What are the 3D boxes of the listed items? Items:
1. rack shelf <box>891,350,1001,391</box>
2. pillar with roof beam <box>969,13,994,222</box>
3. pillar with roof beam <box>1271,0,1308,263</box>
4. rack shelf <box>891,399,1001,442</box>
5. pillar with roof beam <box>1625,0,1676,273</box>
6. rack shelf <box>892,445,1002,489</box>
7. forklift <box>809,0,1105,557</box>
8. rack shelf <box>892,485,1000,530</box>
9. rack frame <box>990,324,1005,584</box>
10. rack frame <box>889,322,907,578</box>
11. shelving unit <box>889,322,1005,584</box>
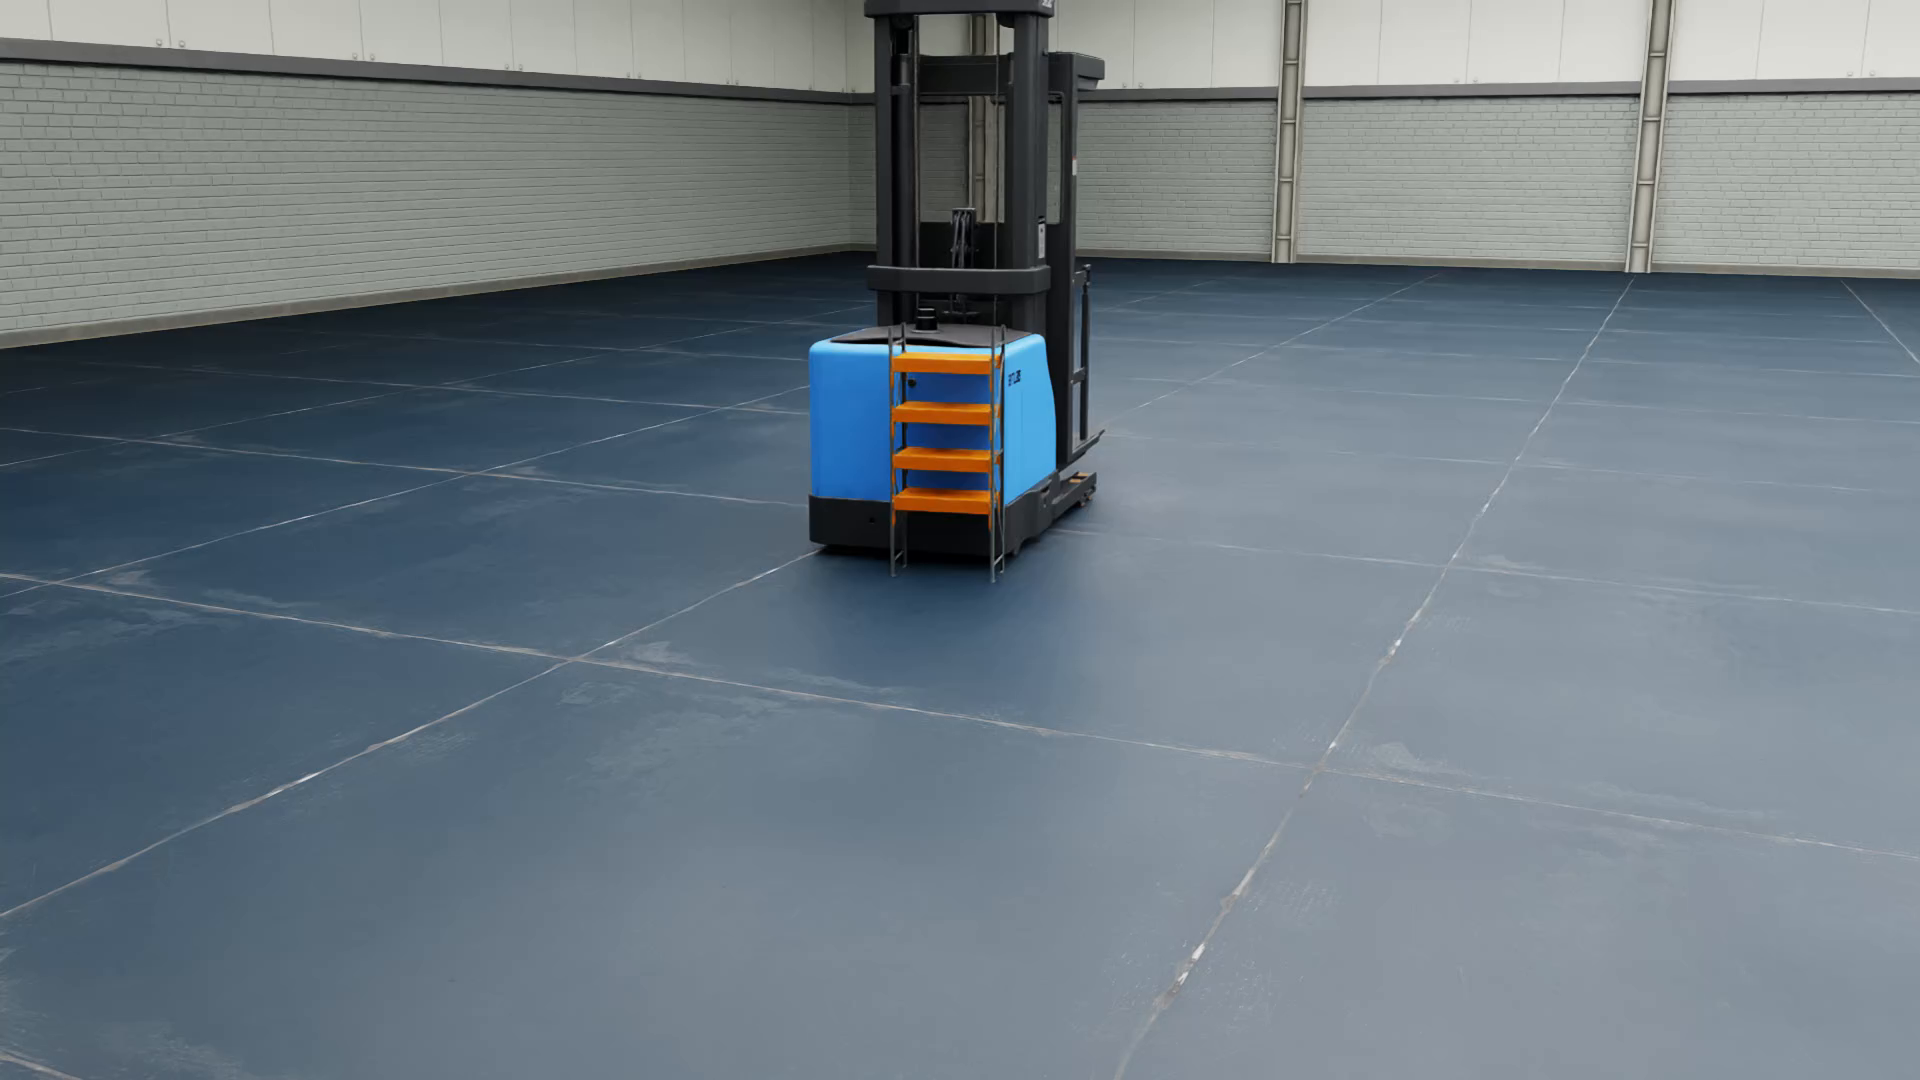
[{"bbox_3d":[-0.059,-0.799,7.813,0.480,0.148,0.258,3,14,13],"label":"rack shelf"},{"bbox_3d":[-1.330,-9.092,27.804,0.400,9.000,9.100,6,14,23],"label":"pillar with roof beam"},{"bbox_3d":[4.156,-8.537,25.438,0.400,9.000,9.100,6,14,23],"label":"pillar with roof beam"},{"bbox_3d":[-0.059,-0.569,7.867,0.480,0.148,0.258,3,14,13],"label":"rack shelf"},{"bbox_3d":[9.642,-7.982,23.072,0.400,9.000,9.100,6,14,23],"label":"pillar with roof beam"},{"bbox_3d":[-0.059,-0.351,7.918,0.480,0.148,0.258,3,14,13],"label":"rack shelf"},{"bbox_3d":[0.168,-1.637,9.316,1.130,2.935,3.031,4,14,17],"label":"forklift"},{"bbox_3d":[-0.059,-0.158,7.964,0.480,0.148,0.258,3,14,13],"label":"rack shelf"},{"bbox_3d":[0.178,-0.403,7.847,0.015,1.200,0.240,3,14,13],"label":"rack frame"},{"bbox_3d":[-0.296,-0.430,7.959,0.015,1.200,0.240,3,14,13],"label":"rack frame"},{"bbox_3d":[-0.059,-0.416,7.903,0.503,1.200,0.258,3,14,13],"label":"shelving unit"}]
